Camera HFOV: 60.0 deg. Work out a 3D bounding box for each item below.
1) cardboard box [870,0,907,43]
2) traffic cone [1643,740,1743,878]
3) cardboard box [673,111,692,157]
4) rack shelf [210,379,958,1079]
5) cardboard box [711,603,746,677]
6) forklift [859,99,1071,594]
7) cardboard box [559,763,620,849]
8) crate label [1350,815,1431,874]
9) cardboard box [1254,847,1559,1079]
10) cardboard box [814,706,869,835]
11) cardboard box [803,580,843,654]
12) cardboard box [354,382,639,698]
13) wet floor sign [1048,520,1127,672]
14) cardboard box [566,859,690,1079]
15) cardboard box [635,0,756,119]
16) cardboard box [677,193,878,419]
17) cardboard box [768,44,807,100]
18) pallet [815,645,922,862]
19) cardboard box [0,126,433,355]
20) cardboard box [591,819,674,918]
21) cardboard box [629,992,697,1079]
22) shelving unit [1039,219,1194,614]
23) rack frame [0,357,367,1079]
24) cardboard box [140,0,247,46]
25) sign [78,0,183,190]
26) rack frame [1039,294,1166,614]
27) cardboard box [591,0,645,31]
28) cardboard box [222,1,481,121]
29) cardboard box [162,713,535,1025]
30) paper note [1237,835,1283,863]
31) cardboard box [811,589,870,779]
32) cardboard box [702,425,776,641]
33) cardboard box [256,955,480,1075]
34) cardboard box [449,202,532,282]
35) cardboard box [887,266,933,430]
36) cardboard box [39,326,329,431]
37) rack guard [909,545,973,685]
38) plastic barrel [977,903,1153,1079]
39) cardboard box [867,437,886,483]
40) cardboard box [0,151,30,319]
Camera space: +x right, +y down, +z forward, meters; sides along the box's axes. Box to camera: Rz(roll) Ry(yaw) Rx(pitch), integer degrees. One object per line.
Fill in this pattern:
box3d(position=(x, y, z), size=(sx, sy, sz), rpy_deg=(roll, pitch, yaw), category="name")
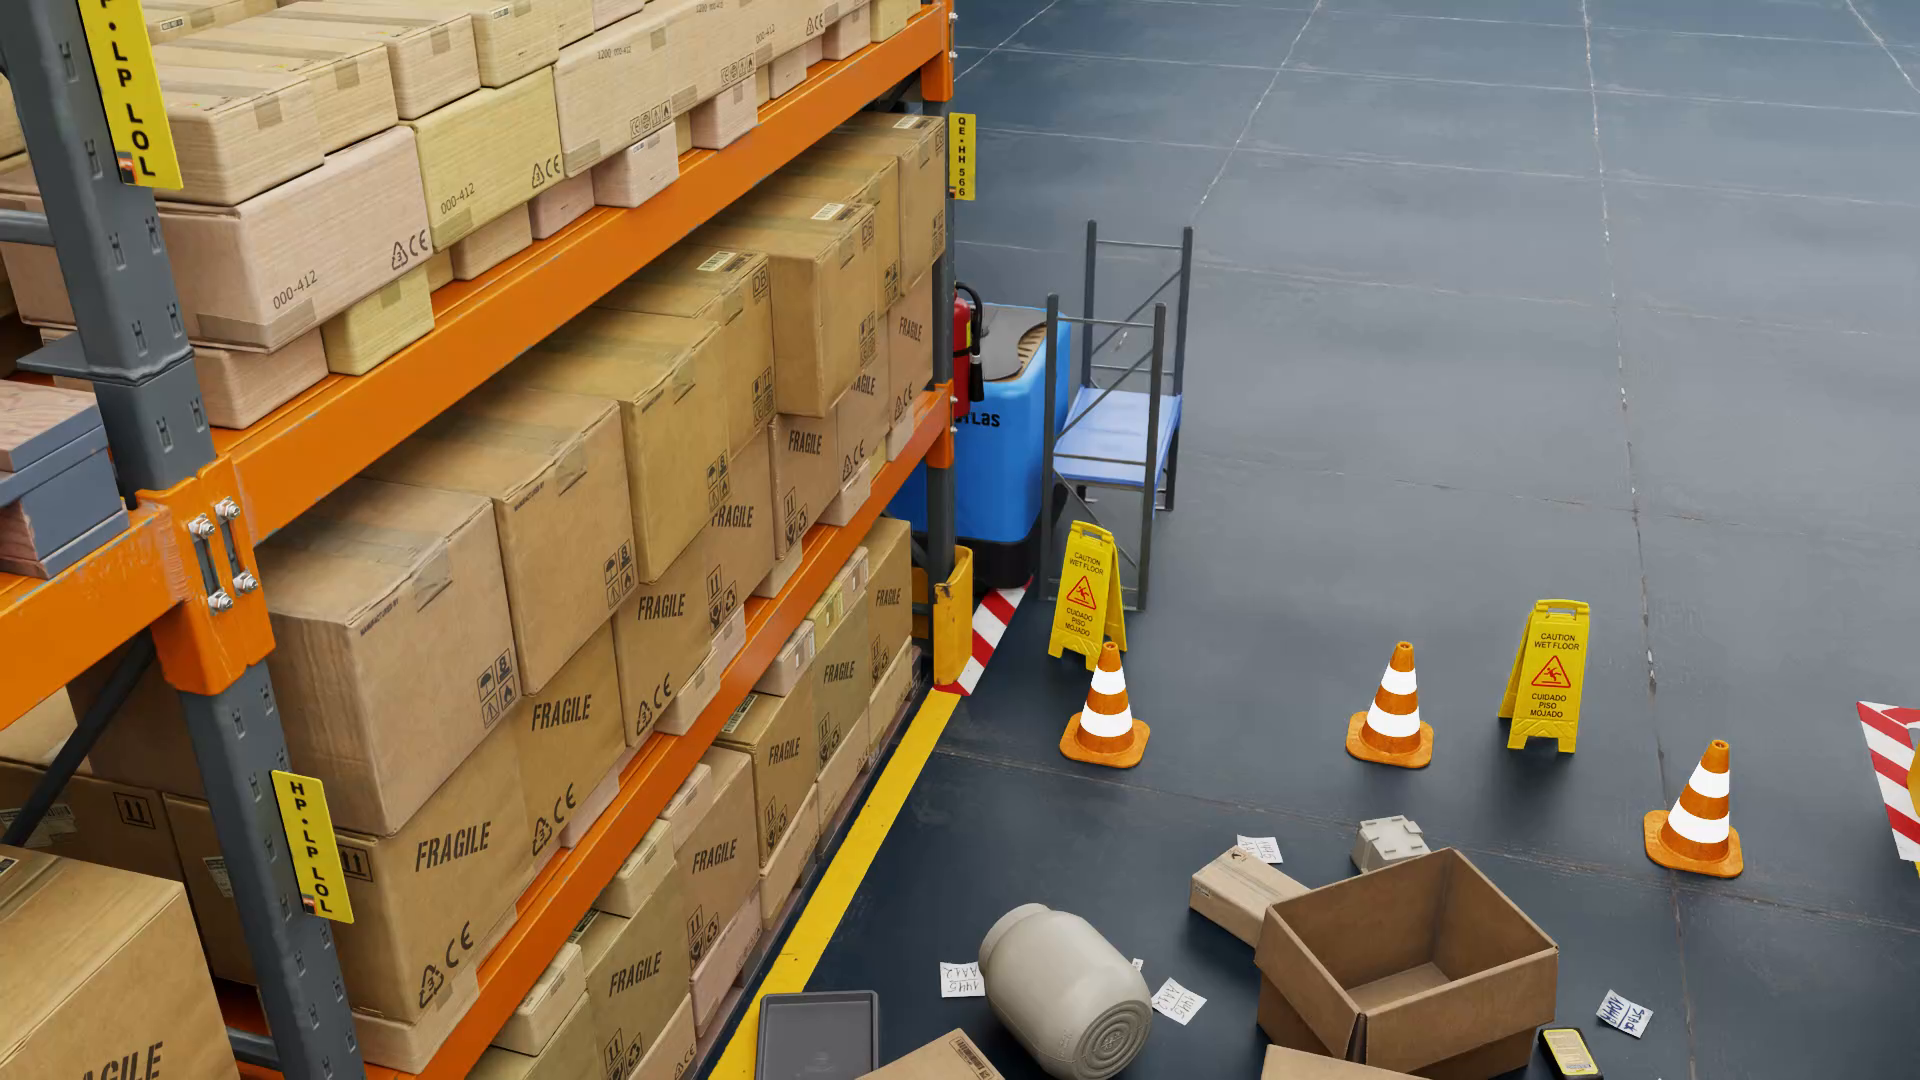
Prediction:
box3d(position=(-0.395, -1.753, 5.488), size=(0.380, 0.149, 0.250), rpy_deg=(9, 30, 15), category="cardboard box")
box3d(position=(2.732, 0.935, 6.094), size=(0.336, 0.463, 0.334), rpy_deg=(8, 30, 15), category="traffic cone")
box3d(position=(-0.910, -1.047, 4.220), size=(0.380, 0.149, 0.250), rpy_deg=(9, 30, 15), category="cardboard box")
box3d(position=(-1.103, 0.366, 5.246), size=(1.077, 0.370, 4.000), rpy_deg=(8, 30, 15), category="rack shelf")
box3d(position=(-0.859, 0.276, 4.926), size=(0.380, 0.149, 0.250), rpy_deg=(8, 30, 15), category="cardboard box")
box3d(position=(-1.027, -1.419, 7.786), size=(3.031, 2.935, 1.130), rpy_deg=(8, 30, 13), category="forklift")
box3d(position=(-1.112, 0.628, 4.294), size=(0.380, 0.149, 0.250), rpy_deg=(9, 30, 16), category="cardboard box")
box3d(position=(1.580, 1.132, 6.075), size=(0.250, 0.136, 0.298), rpy_deg=(-6, 30, -11), category="crate label")
box3d(position=(1.389, 1.391, 5.232), size=(0.797, 0.503, 0.637), rpy_deg=(-12, 31, -20), category="cardboard box")
box3d(position=(-0.656, 0.794, 6.133), size=(0.500, 0.250, 0.500), rpy_deg=(9, 30, 15), category="cardboard box")
box3d(position=(-0.622, 0.235, 5.699), size=(0.380, 0.149, 0.250), rpy_deg=(9, 30, 16), category="cardboard box")
box3d(position=(-1.183, -0.037, 3.794), size=(0.700, 0.500, 0.500), rpy_deg=(9, 30, 15), category="cardboard box")
box3d(position=(0.563, 0.216, 7.199), size=(0.267, 0.644, 0.232), rpy_deg=(20, 35, 32), category="wet floor sign")
box3d(position=(-1.113, 1.186, 4.658), size=(0.500, 0.500, 0.500), rpy_deg=(10, 31, 17), category="cardboard box")
box3d(position=(-0.851, -1.266, 4.203), size=(0.500, 0.250, 0.500), rpy_deg=(9, 30, 15), category="cardboard box")
box3d(position=(-0.664, -0.734, 5.046), size=(0.700, 0.500, 0.500), rpy_deg=(8, 30, 14), category="cardboard box")
box3d(position=(-0.671, -1.403, 4.860), size=(0.380, 0.149, 0.250), rpy_deg=(8, 30, 14), category="cardboard box")
box3d(position=(-0.811, 0.749, 6.687), size=(1.003, 0.211, 1.213), rpy_deg=(8, 30, 15), category="pallet")
box3d(position=(-1.299, -0.559, 2.933), size=(0.500, 0.250, 0.500), rpy_deg=(8, 30, 14), category="cardboard box")
box3d(position=(-1.016, 0.864, 4.569), size=(0.380, 0.149, 0.250), rpy_deg=(10, 31, 17), category="cardboard box")
box3d(position=(-1.113, 1.514, 4.839), size=(0.500, 0.250, 0.500), rpy_deg=(10, 31, 18), category="cardboard box")
box3d(position=(0.732, -0.593, 7.774), size=(0.538, 1.500, 1.048), rpy_deg=(7, 30, 12), category="shelving unit")
box3d(position=(-1.690, 0.981, 3.400), size=(1.000, 3.000, 0.127), rpy_deg=(8, 30, 15), category="rack frame")
box3d(position=(-1.641, -0.987, 3.291), size=(0.380, 0.149, 0.250), rpy_deg=(9, 30, 16), category="cardboard box")
box3d(position=(-1.159, -0.650, 2.310), size=(0.100, 0.325, 0.005), rpy_deg=(8, 30, 15), category="sign")
box3d(position=(0.614, -0.353, 7.341), size=(0.500, 1.500, 0.032), rpy_deg=(7, 30, 12), category="rack frame")
box3d(position=(-0.956, -1.281, 3.820), size=(0.380, 0.149, 0.250), rpy_deg=(8, 30, 14), category="cardboard box")
box3d(position=(-1.151, -0.914, 3.161), size=(0.380, 0.149, 0.250), rpy_deg=(8, 30, 13), category="cardboard box")
box3d(position=(-1.295, 0.643, 3.600), size=(0.500, 0.500, 0.500), rpy_deg=(8, 30, 15), category="cardboard box")
box3d(position=(1.109, 1.143, 6.164), size=(0.148, 0.019, 0.142), rpy_deg=(-1, 29, -3), category="paper note")
box3d(position=(-0.652, 0.465, 5.953), size=(0.500, 0.500, 0.500), rpy_deg=(10, 31, 17), category="cardboard box")
box3d(position=(-0.880, -0.063, 4.869), size=(0.500, 0.500, 0.500), rpy_deg=(9, 30, 15), category="cardboard box")
box3d(position=(-1.291, 0.990, 3.642), size=(0.380, 0.149, 0.250), rpy_deg=(8, 30, 15), category="cardboard box")
box3d(position=(-1.155, -0.685, 3.569), size=(0.380, 0.149, 0.250), rpy_deg=(9, 30, 16), category="cardboard box")
box3d(position=(-0.412, -0.760, 6.121), size=(0.500, 0.500, 0.500), rpy_deg=(8, 30, 14), category="cardboard box")
box3d(position=(-1.361, -0.331, 2.932), size=(0.380, 0.149, 0.250), rpy_deg=(8, 30, 14), category="cardboard box")
box3d(position=(-0.538, 0.250, 7.286), size=(1.175, 0.500, 0.348), rpy_deg=(8, 30, 15), category="rack guard")
box3d(position=(0.325, 1.424, 5.255), size=(0.421, 0.421, 0.512), rpy_deg=(-17, 34, -28), category="plastic barrel")
box3d(position=(-0.485, -0.314, 5.987), size=(0.380, 0.149, 0.250), rpy_deg=(8, 30, 14), category="cardboard box")
box3d(position=(-1.817, -0.638, 3.075), size=(0.500, 0.250, 0.500), rpy_deg=(8, 30, 14), category="cardboard box")
